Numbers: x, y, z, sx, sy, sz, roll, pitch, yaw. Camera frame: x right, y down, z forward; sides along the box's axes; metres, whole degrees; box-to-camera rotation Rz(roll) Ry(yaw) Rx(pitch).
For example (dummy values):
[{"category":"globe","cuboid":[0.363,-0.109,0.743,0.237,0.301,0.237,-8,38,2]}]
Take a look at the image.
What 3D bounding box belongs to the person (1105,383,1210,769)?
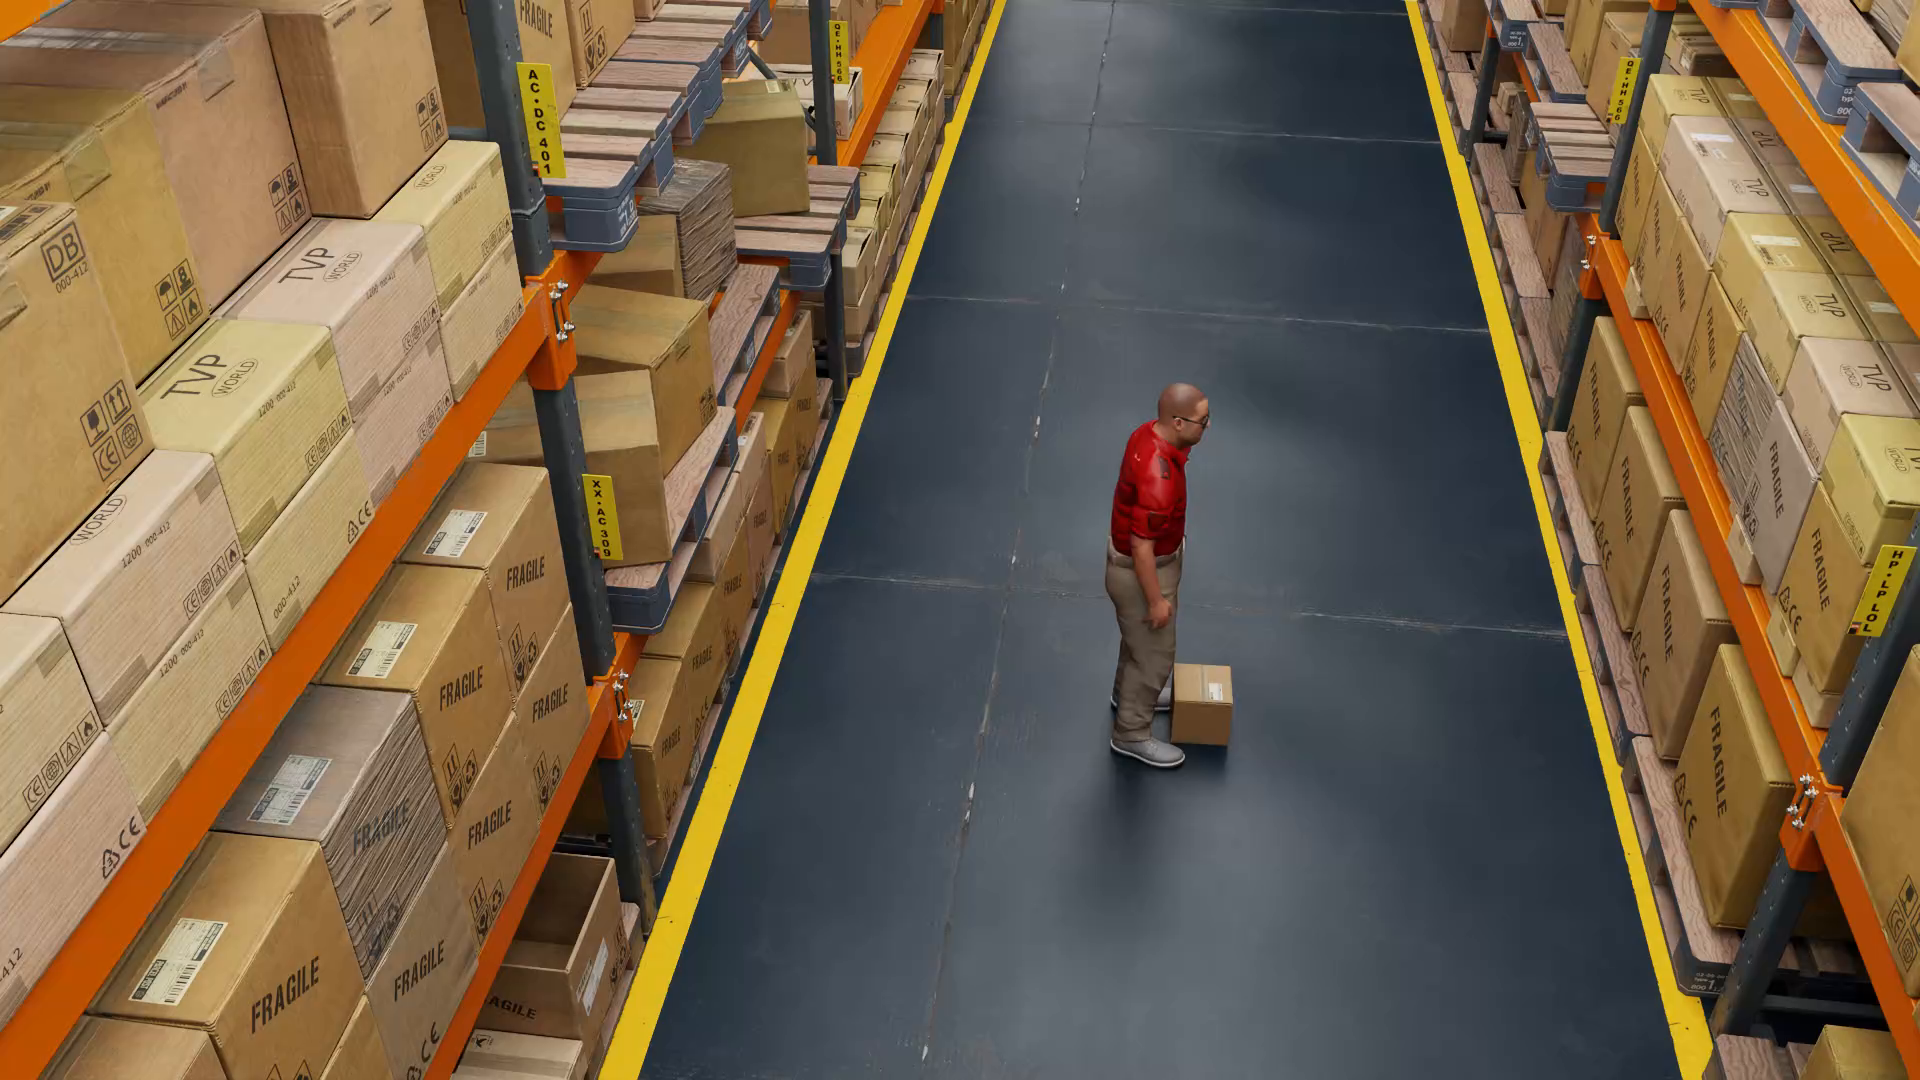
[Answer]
[{"category":"person","cuboid":[0.801,0.116,6.893,0.392,1.726,0.584,4,36,5]}]
